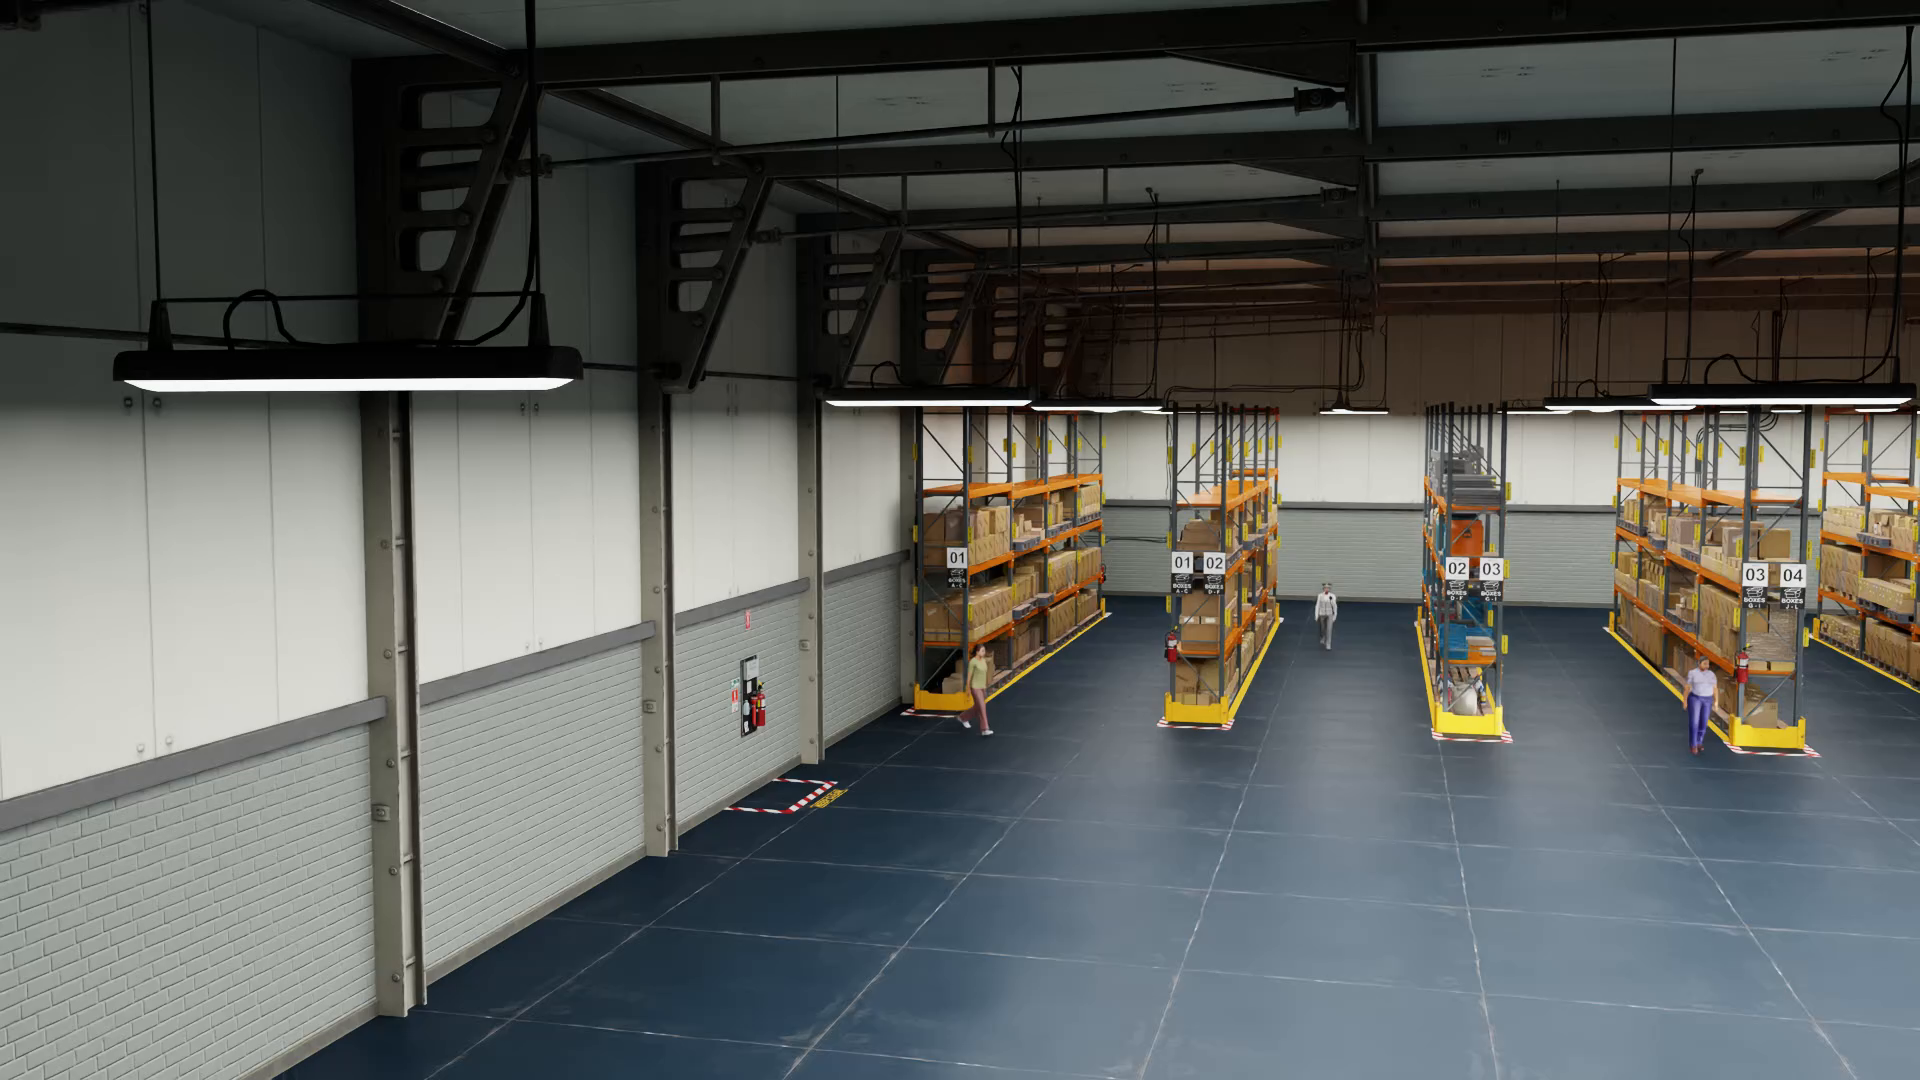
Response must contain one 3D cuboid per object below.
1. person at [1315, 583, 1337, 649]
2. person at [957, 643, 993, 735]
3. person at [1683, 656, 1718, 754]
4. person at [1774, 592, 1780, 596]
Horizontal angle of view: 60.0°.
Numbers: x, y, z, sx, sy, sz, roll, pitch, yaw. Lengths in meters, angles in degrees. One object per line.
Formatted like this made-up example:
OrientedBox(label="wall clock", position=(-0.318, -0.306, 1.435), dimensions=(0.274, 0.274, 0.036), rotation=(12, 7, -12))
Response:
OrientedBox(label="person", position=(9.075, 1.848, 41.186), dimensions=(0.524, 1.621, 1.049), rotation=(1, 4, 13))
OrientedBox(label="person", position=(0.302, 2.678, 30.115), dimensions=(0.922, 1.639, 0.480), rotation=(3, 5, 35))
OrientedBox(label="person", position=(12.695, 2.824, 28.456), dimensions=(0.540, 1.695, 0.535), rotation=(0, 4, 5))
OrientedBox(label="person", position=(23.485, 1.360, 47.277), dimensions=(1.134, 1.732, 0.583), rotation=(0, 4, -5))
